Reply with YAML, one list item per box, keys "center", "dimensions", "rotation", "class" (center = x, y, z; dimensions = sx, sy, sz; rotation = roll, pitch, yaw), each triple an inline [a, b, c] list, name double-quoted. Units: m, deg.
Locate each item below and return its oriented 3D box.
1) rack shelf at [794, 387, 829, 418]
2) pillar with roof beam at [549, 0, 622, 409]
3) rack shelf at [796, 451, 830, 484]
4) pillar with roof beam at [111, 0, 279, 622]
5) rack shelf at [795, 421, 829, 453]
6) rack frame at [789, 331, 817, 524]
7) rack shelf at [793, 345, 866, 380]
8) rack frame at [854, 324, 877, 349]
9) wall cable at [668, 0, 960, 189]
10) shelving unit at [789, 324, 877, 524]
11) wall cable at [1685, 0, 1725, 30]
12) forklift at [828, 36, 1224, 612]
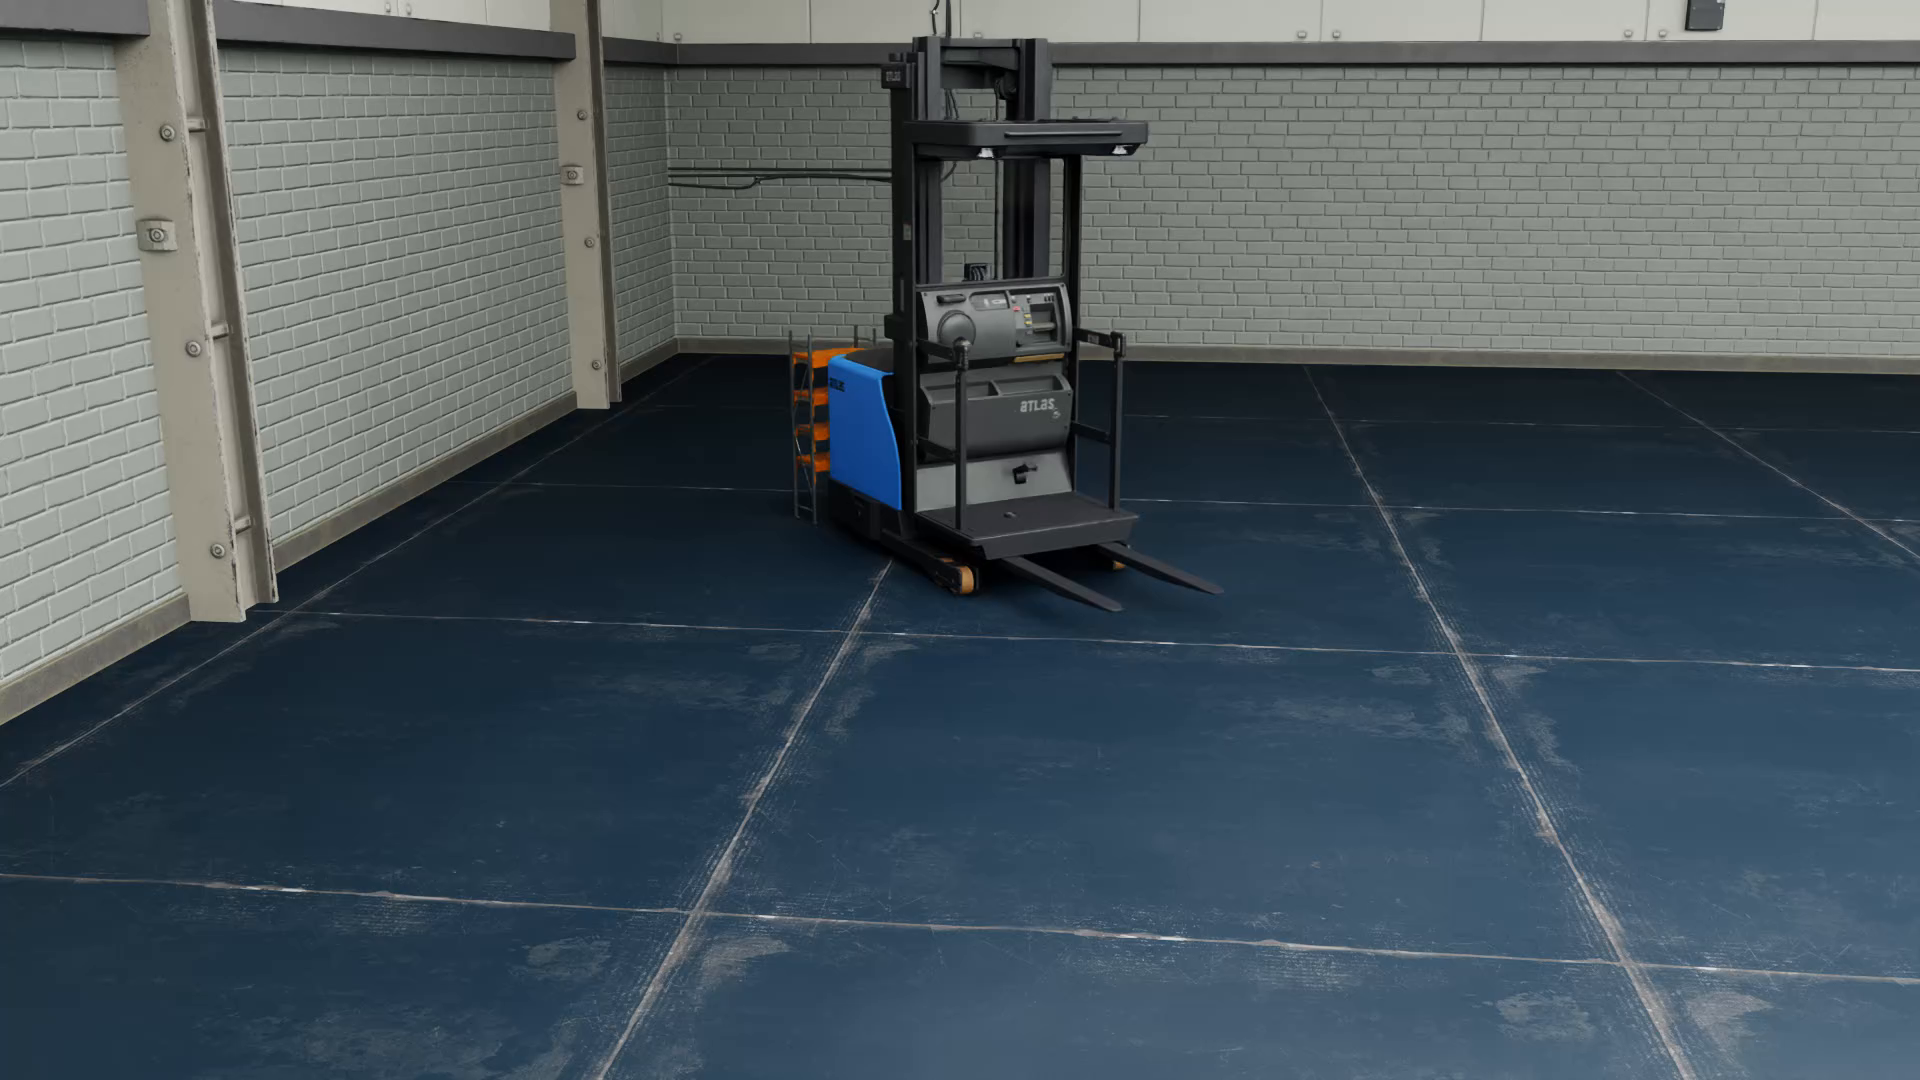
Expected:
- center: [-0.797, -0.894, 10.565]
  dimensions: [0.480, 0.148, 0.258]
  rotation: [-11, 18, -36]
  class: "rack shelf"
- center: [1.109, -5.404, 12.906]
  dimensions: [9.100, 9.000, 0.400]
  rotation: [2, 15, 6]
  class: "pillar with roof beam"
- center: [-0.794, -0.485, 10.672]
  dimensions: [0.480, 0.148, 0.258]
  rotation: [-11, 18, -36]
  class: "rack shelf"
- center: [0.432, -3.848, 7.151]
  dimensions: [9.100, 9.000, 0.400]
  rotation: [2, 15, 6]
  class: "pillar with roof beam"
- center: [-0.795, -0.677, 10.621]
  dimensions: [0.480, 0.148, 0.258]
  rotation: [-11, 18, -36]
  class: "rack shelf"
- center: [-0.990, -0.704, 10.462]
  dimensions: [0.015, 1.200, 0.240]
  rotation: [-11, 18, -36]
  class: "rack frame"
- center: [-0.798, -1.123, 10.505]
  dimensions: [0.480, 0.148, 0.258]
  rotation: [-11, 18, -36]
  class: "rack shelf"
- center: [-0.601, -0.781, 10.747]
  dimensions: [0.015, 1.200, 0.240]
  rotation: [-11, 18, -36]
  class: "rack frame"
- center: [-1.522, -4.757, 16.462]
  dimensions: [3.097, 2.526, 0.112]
  rotation: [2, 15, 6]
  class: "wall cable"
- center: [-0.796, -0.743, 10.604]
  dimensions: [0.503, 1.200, 0.258]
  rotation: [-11, 18, -36]
  class: "shelving unit"
- center: [7.909, -7.614, 14.564]
  dimensions: [2.305, 6.003, 0.169]
  rotation: [2, 15, 6]
  class: "wall cable"
- center: [0.313, -1.245, 9.152]
  dimensions: [1.130, 2.935, 3.031]
  rotation: [-8, 17, -27]
  class: "forklift"
